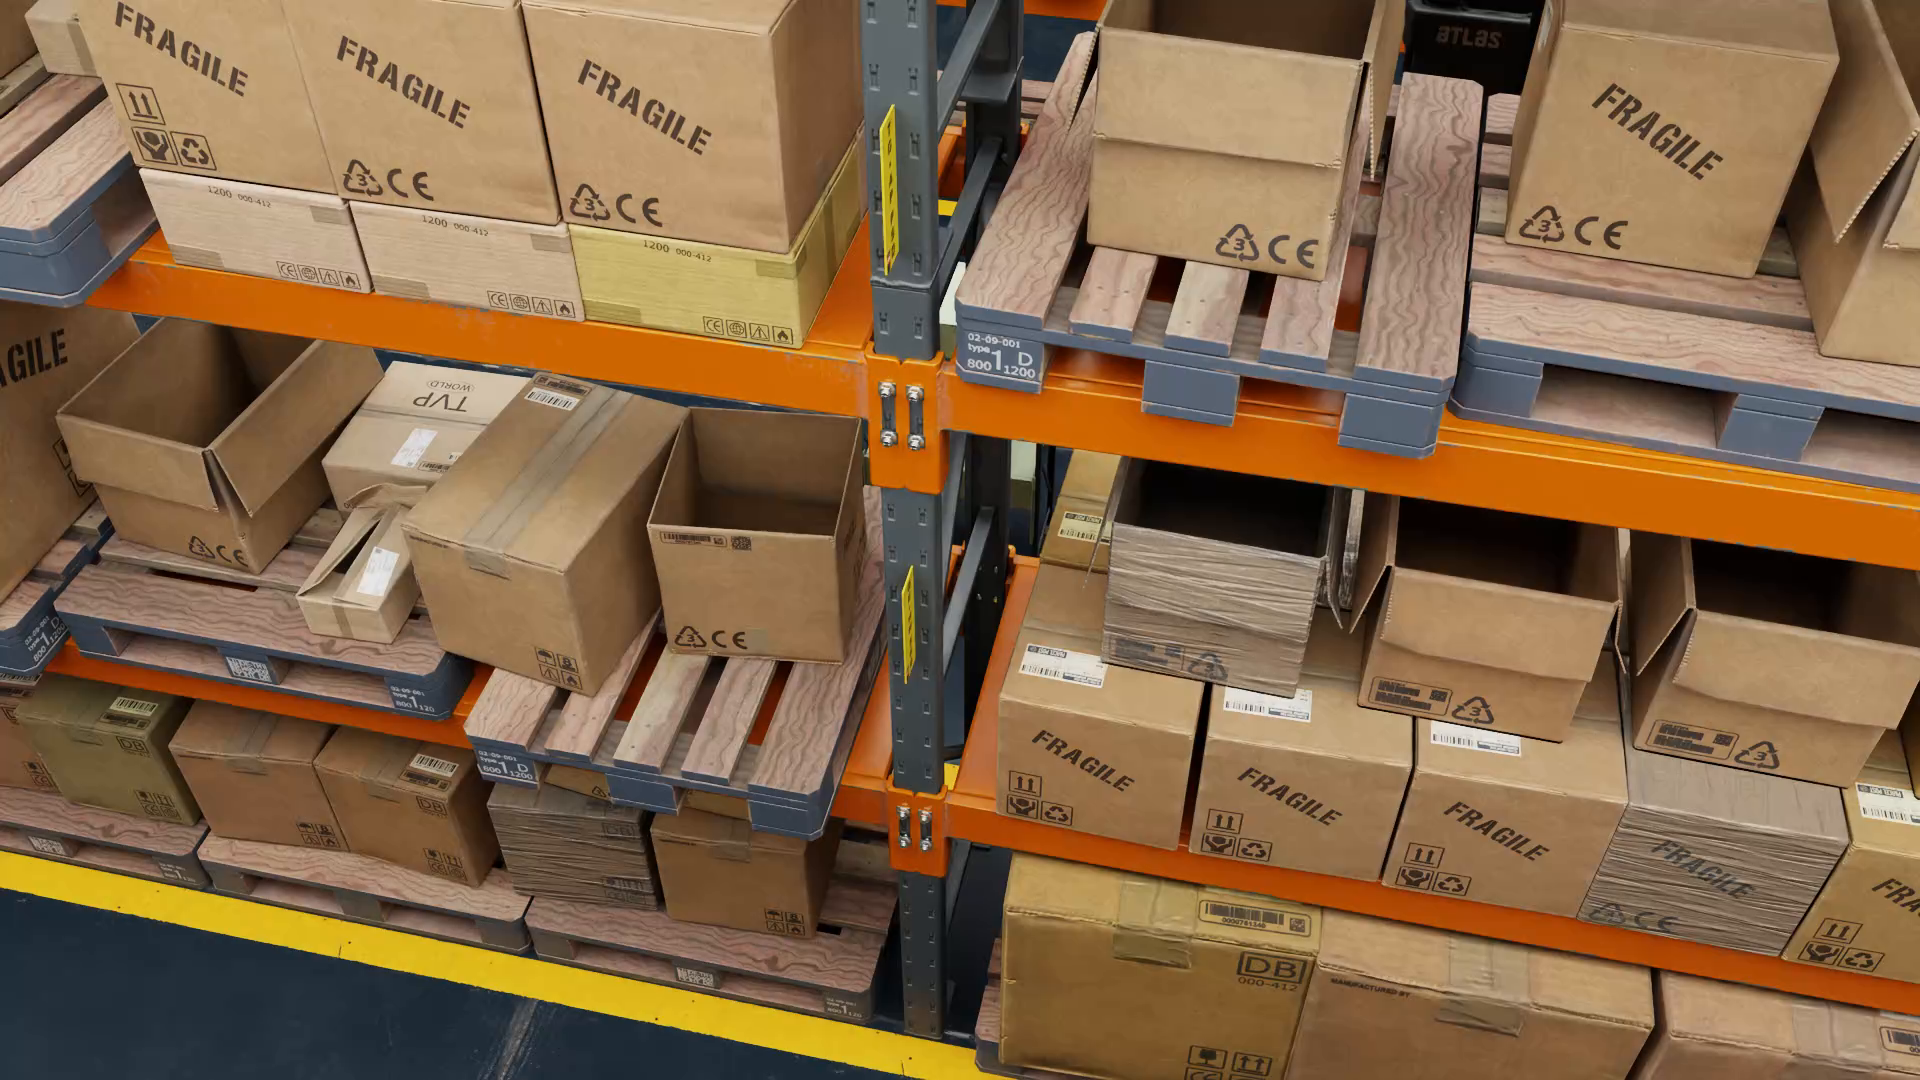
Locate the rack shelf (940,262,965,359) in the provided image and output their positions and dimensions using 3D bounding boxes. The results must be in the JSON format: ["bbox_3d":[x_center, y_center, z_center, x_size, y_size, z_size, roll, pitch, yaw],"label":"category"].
[{"bbox_3d":[-0.007,-0.823,6.420,0.720,0.370,0.431,9,45,9],"label":"rack shelf"}]

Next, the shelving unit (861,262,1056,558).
[{"bbox_3d":[-0.007,-0.541,6.691,0.755,1.500,0.431,9,45,9],"label":"shelving unit"}]

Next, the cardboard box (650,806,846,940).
[{"bbox_3d":[-0.673,0.882,5.616,0.500,0.500,0.700,7,44,7],"label":"cardboard box"}]

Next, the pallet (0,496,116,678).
[{"bbox_3d":[-3.204,-0.095,5.284,1.213,0.211,1.003,9,45,9],"label":"pallet"}]

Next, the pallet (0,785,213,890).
[{"bbox_3d":[-3.158,0.744,6.285,1.213,0.211,1.003,9,45,9],"label":"pallet"}]

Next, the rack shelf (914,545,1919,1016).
[{"bbox_3d":[1.937,0.790,4.745,4.000,0.370,1.077,9,45,9],"label":"rack shelf"}]

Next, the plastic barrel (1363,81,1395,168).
[{"bbox_3d":[2.119,-2.291,8.919,0.421,0.512,0.421,0,44,0],"label":"plastic barrel"}]

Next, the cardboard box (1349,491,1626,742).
[{"bbox_3d":[1.331,0.053,4.197,0.637,0.503,0.797,10,45,10],"label":"cardboard box"}]

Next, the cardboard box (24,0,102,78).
[{"bbox_3d":[-2.066,-1.310,4.110,0.250,0.166,0.380,8,44,8],"label":"cardboard box"}]

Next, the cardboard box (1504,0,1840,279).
[{"bbox_3d":[1.458,-0.925,3.471,0.500,0.500,0.500,11,45,11],"label":"cardboard box"}]

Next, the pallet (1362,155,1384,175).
[{"bbox_3d":[1.846,-2.028,9.165,1.213,0.211,1.003,9,45,9],"label":"pallet"}]

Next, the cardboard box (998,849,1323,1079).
[{"bbox_3d":[0.655,0.961,5.278,0.875,0.875,1.225,7,44,7],"label":"cardboard box"}]

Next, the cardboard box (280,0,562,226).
[{"bbox_3d":[-1.037,-1.042,3.534,0.500,0.500,0.500,9,45,9],"label":"cardboard box"}]

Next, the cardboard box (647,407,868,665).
[{"bbox_3d":[-0.550,-0.014,4.687,0.500,0.500,0.500,4,44,4],"label":"cardboard box"}]

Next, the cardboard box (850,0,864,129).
[{"bbox_3d":[-0.417,-1.314,3.817,0.500,0.500,0.500,9,45,9],"label":"cardboard box"}]

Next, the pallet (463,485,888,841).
[{"bbox_3d":[-0.733,0.261,4.914,1.003,0.211,1.213,9,45,9],"label":"pallet"}]

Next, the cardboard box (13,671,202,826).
[{"bbox_3d":[-2.862,0.557,5.954,0.500,0.500,0.700,9,45,9],"label":"cardboard box"}]

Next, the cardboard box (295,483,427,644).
[{"bbox_3d":[-1.701,0.055,4.784,0.258,0.266,0.396,8,44,8],"label":"cardboard box"}]

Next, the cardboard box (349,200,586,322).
[{"bbox_3d":[-1.019,-0.771,3.793,0.500,0.250,0.500,9,45,9],"label":"cardboard box"}]

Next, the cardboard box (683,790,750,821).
[{"bbox_3d":[-0.675,0.619,5.349,0.500,0.250,0.500,11,45,11],"label":"cardboard box"}]

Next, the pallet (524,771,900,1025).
[{"bbox_3d":[-0.777,1.113,5.901,1.213,0.211,1.003,9,45,9],"label":"pallet"}]

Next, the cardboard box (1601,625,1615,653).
[{"bbox_3d":[1.514,0.255,4.710,0.500,0.500,0.500,7,44,8],"label":"cardboard box"}]

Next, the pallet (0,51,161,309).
[{"bbox_3d":[-2.326,-1.070,4.132,1.003,0.211,1.213,9,45,9],"label":"pallet"}]

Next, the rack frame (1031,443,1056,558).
[{"bbox_3d":[0.351,-0.486,6.633,0.023,1.500,0.400,9,45,9],"label":"rack frame"}]

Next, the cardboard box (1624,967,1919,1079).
[{"bbox_3d":[2.388,1.230,4.999,0.875,0.875,1.225,7,44,8],"label":"cardboard box"}]

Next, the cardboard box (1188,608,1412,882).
[{"bbox_3d":[0.904,0.526,4.428,0.500,0.500,0.500,8,44,8],"label":"cardboard box"}]

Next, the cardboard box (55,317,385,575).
[{"bbox_3d":[-2.206,-0.366,5.050,0.637,0.503,0.797,13,45,13],"label":"cardboard box"}]

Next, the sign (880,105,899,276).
[{"bbox_3d":[-0.135,-0.672,3.210,0.005,0.325,0.100,9,45,9],"label":"sign"}]

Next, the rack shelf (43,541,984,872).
[{"bbox_3d":[-1.966,0.184,5.374,4.000,0.370,1.077,9,45,9],"label":"rack shelf"}]

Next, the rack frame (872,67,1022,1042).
[{"bbox_3d":[-0.014,0.228,4.810,0.127,3.000,1.000,9,45,9],"label":"rack frame"}]

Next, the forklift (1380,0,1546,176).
[{"bbox_3d":[2.128,-0.751,5.877,3.031,2.935,1.130,10,45,10],"label":"forklift"}]

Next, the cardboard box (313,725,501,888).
[{"bbox_3d":[-1.771,0.725,5.779,0.500,0.500,0.700,12,45,12],"label":"cardboard box"}]

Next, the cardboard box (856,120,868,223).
[{"bbox_3d":[-0.417,-1.042,4.075,0.500,0.250,0.500,10,45,10],"label":"cardboard box"}]

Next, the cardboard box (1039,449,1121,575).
[{"bbox_3d":[0.521,0.099,4.872,0.500,0.500,0.500,10,45,10],"label":"cardboard box"}]

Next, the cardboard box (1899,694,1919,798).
[{"bbox_3d":[2.597,0.233,4.009,0.637,0.503,0.797,9,45,10],"label":"cardboard box"}]

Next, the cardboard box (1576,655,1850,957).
[{"bbox_3d":[1.892,0.678,4.270,0.500,0.500,0.500,9,45,9],"label":"cardboard box"}]

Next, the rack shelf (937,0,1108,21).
[{"bbox_3d":[-0.885,-3.168,8.857,4.000,0.370,1.077,9,45,9],"label":"rack shelf"}]
